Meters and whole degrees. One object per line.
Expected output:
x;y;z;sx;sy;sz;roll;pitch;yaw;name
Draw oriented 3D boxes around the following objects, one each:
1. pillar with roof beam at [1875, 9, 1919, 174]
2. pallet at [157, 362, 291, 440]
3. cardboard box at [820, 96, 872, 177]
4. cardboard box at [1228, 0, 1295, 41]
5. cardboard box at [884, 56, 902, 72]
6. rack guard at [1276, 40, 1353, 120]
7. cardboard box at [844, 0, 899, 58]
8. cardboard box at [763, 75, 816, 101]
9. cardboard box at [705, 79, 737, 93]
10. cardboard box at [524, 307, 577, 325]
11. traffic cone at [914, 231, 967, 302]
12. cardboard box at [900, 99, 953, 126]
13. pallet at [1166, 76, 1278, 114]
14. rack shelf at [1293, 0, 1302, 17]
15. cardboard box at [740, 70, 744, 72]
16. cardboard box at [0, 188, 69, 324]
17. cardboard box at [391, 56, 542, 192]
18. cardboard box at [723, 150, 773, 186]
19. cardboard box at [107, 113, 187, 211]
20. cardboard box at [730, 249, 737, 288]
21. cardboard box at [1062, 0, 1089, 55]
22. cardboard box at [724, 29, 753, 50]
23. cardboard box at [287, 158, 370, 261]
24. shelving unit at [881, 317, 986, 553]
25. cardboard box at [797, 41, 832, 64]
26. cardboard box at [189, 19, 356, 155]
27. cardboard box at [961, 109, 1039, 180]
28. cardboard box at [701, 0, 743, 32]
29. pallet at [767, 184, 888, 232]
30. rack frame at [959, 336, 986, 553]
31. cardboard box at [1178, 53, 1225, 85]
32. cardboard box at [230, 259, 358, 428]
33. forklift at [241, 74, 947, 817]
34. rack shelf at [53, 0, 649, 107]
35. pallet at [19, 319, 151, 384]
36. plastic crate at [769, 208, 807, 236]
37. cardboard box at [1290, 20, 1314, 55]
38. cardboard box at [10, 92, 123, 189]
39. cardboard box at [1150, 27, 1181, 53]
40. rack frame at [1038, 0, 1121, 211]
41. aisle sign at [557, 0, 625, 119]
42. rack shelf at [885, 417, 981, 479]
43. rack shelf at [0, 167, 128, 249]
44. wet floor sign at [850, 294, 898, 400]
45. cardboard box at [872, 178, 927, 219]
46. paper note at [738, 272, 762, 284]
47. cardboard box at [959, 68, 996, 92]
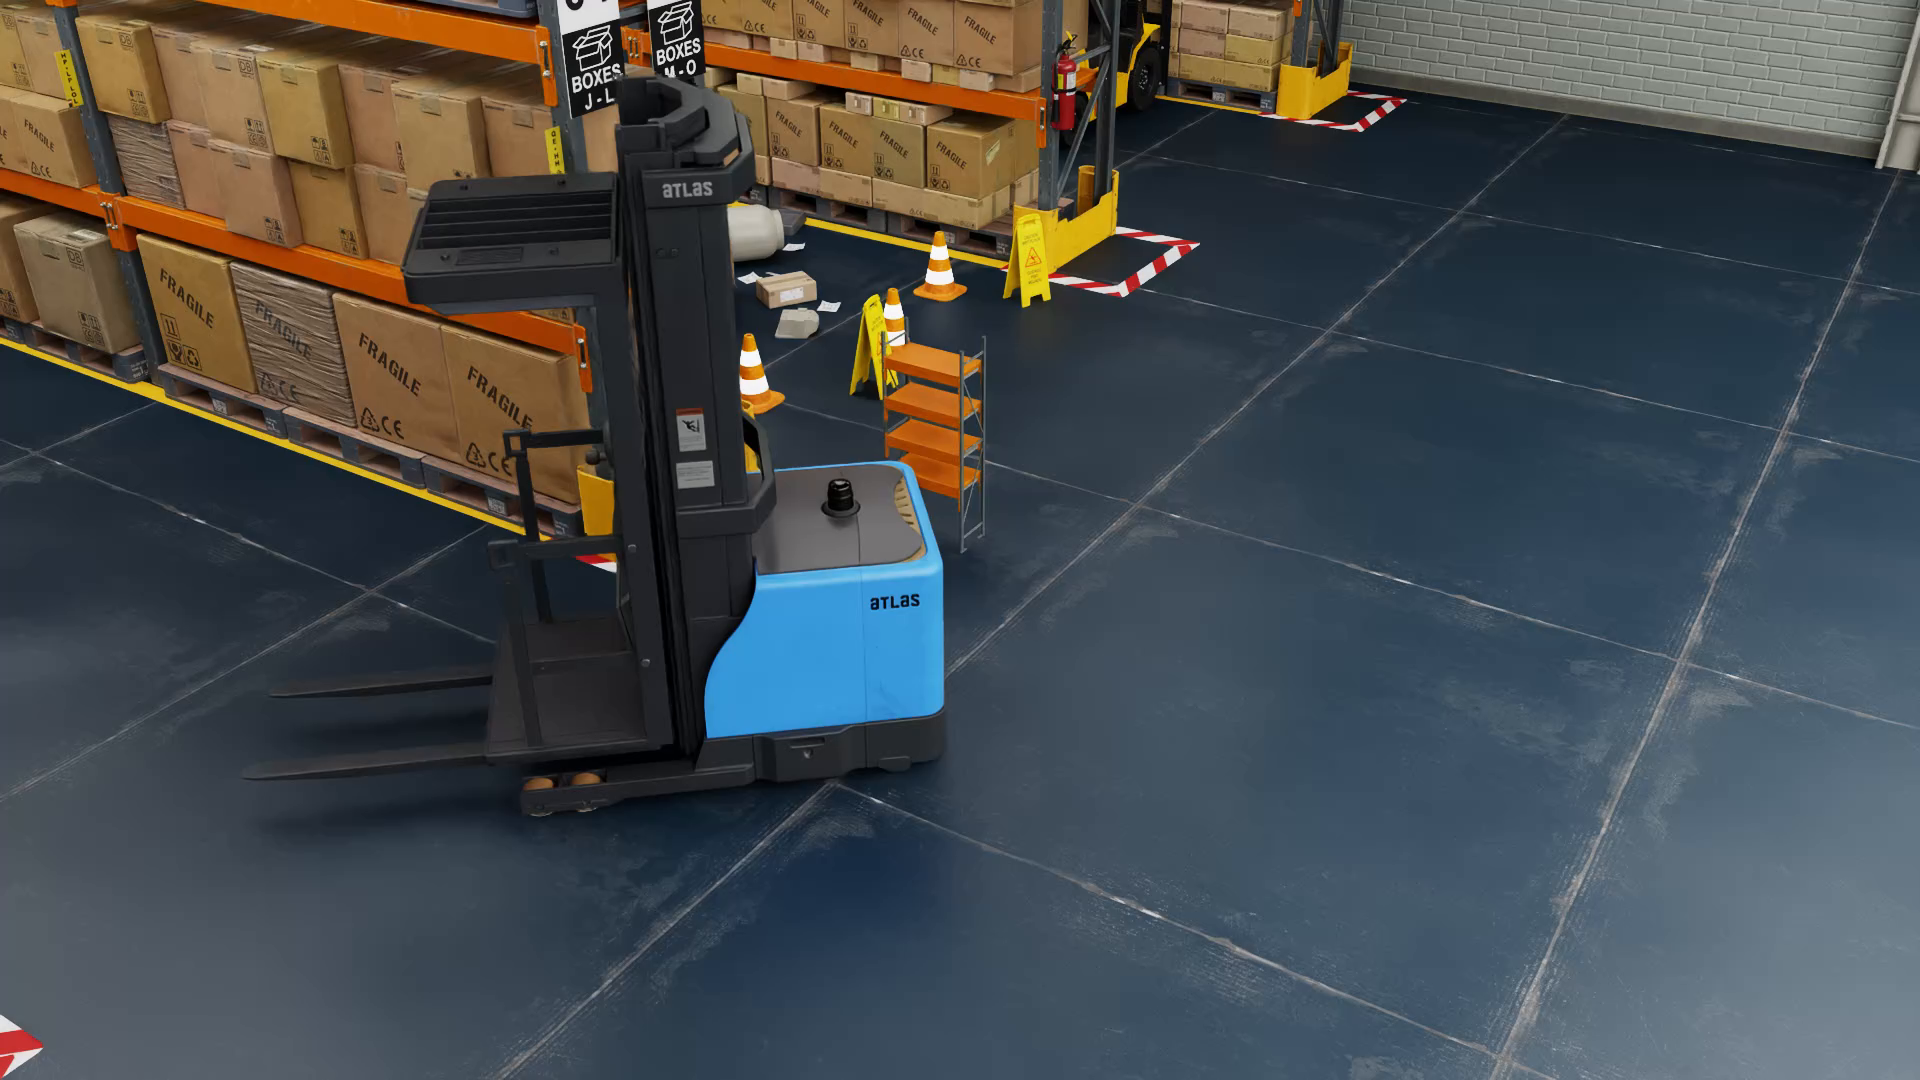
6.221;-5.426;9.621;0.400;9.000;9.100;18;35;27;pillar with roof beam
-4.429;-1.079;10.891;1.213;0.211;1.003;18;35;27;pallet
-0.782;-3.287;13.475;0.500;0.500;0.500;17;34;26;cardboard box
2.982;-5.124;16.377;0.500;0.250;0.500;19;35;29;cardboard box
-0.384;-3.772;12.989;0.250;0.149;0.380;18;35;28;cardboard box
3.558;-4.622;16.677;0.348;0.500;1.175;18;35;27;rack guard
-0.547;-4.060;12.838;0.500;0.500;0.500;17;34;27;cardboard box
-1.389;-3.718;13.571;0.250;0.149;0.380;20;36;30;cardboard box
-2.129;-3.705;14.192;0.500;0.500;0.500;19;35;30;cardboard box
-1.982;-1.594;8.857;0.550;0.550;0.875;18;35;27;cardboard box
-0.148;-2.058;12.318;0.334;0.463;0.336;18;35;27;traffic cone
-0.261;-3.360;12.957;0.250;0.149;0.380;19;35;29;cardboard box
2.868;-4.691;17.082;1.213;0.211;1.003;18;35;27;pallet
1.844;-5.934;17.158;4.000;0.370;1.077;18;35;27;rack shelf
-1.842;-3.934;14.585;0.500;0.500;0.500;17;34;27;cardboard box
-6.420;-2.119;11.720;0.750;0.750;1.050;18;35;27;cardboard box
-2.452;-2.204;8.832;0.550;0.550;0.875;18;35;27;cardboard box
-1.671;-3.243;14.144;0.500;0.250;0.500;20;36;30;cardboard box
-4.713;-2.492;10.396;0.550;0.550;0.875;18;35;27;cardboard box
-1.931;-1.901;12.009;0.637;0.503;0.797;-4;30;-7;cardboard box
0.649;-4.006;12.746;0.500;0.500;0.500;17;34;27;cardboard box
-1.716;-4.146;13.629;0.250;0.149;0.380;19;35;29;cardboard box
-3.338;-2.060;9.656;0.500;0.550;0.875;18;35;27;cardboard box
-0.140;-0.563;9.024;0.503;1.200;0.258;18;35;27;shelving unit
-1.082;-3.929;13.257;0.250;0.149;0.380;17;34;27;cardboard box
-3.825;-2.638;9.574;0.550;0.550;0.875;18;35;27;cardboard box
0.346;-3.247;13.407;0.500;0.500;0.500;16;34;26;cardboard box
-1.823;-4.471;13.543;0.500;0.500;0.500;17;34;27;cardboard box
-0.860;-2.965;14.123;1.213;0.211;1.003;18;35;27;pallet
0.066;-0.497;8.912;0.015;1.200;0.240;18;35;27;rack frame
2.556;-4.831;16.865;0.500;0.250;0.500;18;35;27;cardboard box
-3.771;-1.346;10.273;0.875;0.875;0.875;18;35;28;cardboard box
-1.624;-0.357;6.953;3.031;2.935;1.130;-5;31;-8;forklift
-3.338;-2.970;9.101;4.000;0.370;1.077;18;35;27;rack shelf
-5.725;-1.491;11.596;1.213;0.211;1.003;18;35;27;pallet
-1.592;-2.629;13.677;0.583;0.080;0.402;6;31;10;plastic crate
3.250;-5.133;16.887;0.500;0.250;0.500;18;35;28;cardboard box
-5.616;-2.590;10.613;0.500;0.500;0.500;17;34;27;cardboard box
2.092;-5.184;16.974;0.500;0.250;0.500;17;34;26;cardboard box
0.902;-3.589;12.425;0.127;3.000;1.000;18;35;27;rack frame
-1.743;-2.425;7.851;0.004;0.787;0.394;18;35;27;aisle sign
-0.140;-0.504;9.058;0.480;0.148;0.258;18;35;27;rack shelf
-6.725;-2.746;11.694;4.000;0.370;1.077;18;35;27;rack shelf
-0.566;-1.270;10.786;0.232;0.644;0.267;12;32;19;wet floor sign
-0.360;-2.827;13.430;0.500;0.250;0.500;18;35;28;cardboard box
-1.596;-1.997;12.654;0.148;0.019;0.142;-21;36;-32;paper note
0.198;-3.510;12.539;0.250;0.149;0.380;17;34;27;cardboard box
